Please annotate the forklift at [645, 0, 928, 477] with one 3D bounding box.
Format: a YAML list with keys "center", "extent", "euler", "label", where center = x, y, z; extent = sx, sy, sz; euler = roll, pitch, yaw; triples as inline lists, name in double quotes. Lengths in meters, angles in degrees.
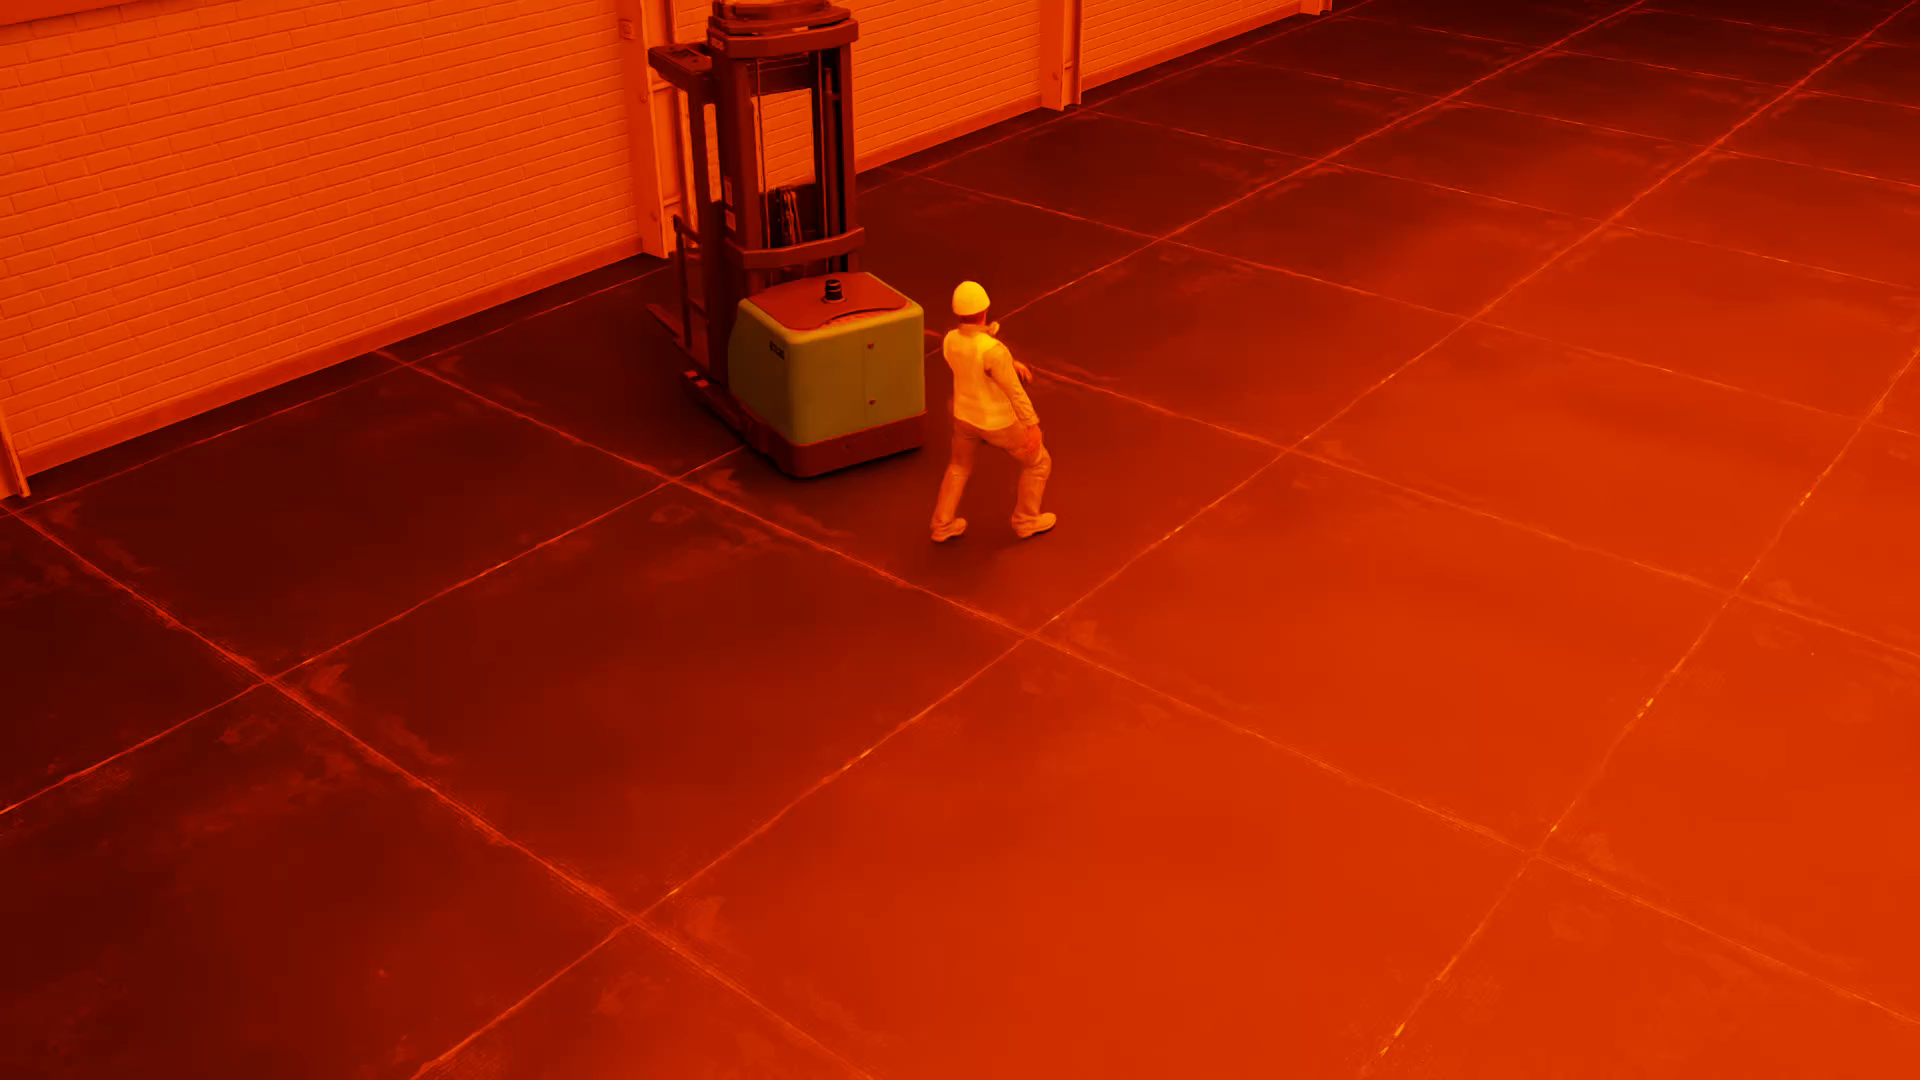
- center: [-1.428, -2.387, 11.681]
  extent: [1.130, 2.935, 3.031]
  euler: [-17, 35, -27]
  label: "forklift"

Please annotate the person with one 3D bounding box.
- center: [0.242, -0.783, 10.178]
  extent: [0.695, 1.688, 0.789]
  euler: [21, 37, 32]
  label: "person"
